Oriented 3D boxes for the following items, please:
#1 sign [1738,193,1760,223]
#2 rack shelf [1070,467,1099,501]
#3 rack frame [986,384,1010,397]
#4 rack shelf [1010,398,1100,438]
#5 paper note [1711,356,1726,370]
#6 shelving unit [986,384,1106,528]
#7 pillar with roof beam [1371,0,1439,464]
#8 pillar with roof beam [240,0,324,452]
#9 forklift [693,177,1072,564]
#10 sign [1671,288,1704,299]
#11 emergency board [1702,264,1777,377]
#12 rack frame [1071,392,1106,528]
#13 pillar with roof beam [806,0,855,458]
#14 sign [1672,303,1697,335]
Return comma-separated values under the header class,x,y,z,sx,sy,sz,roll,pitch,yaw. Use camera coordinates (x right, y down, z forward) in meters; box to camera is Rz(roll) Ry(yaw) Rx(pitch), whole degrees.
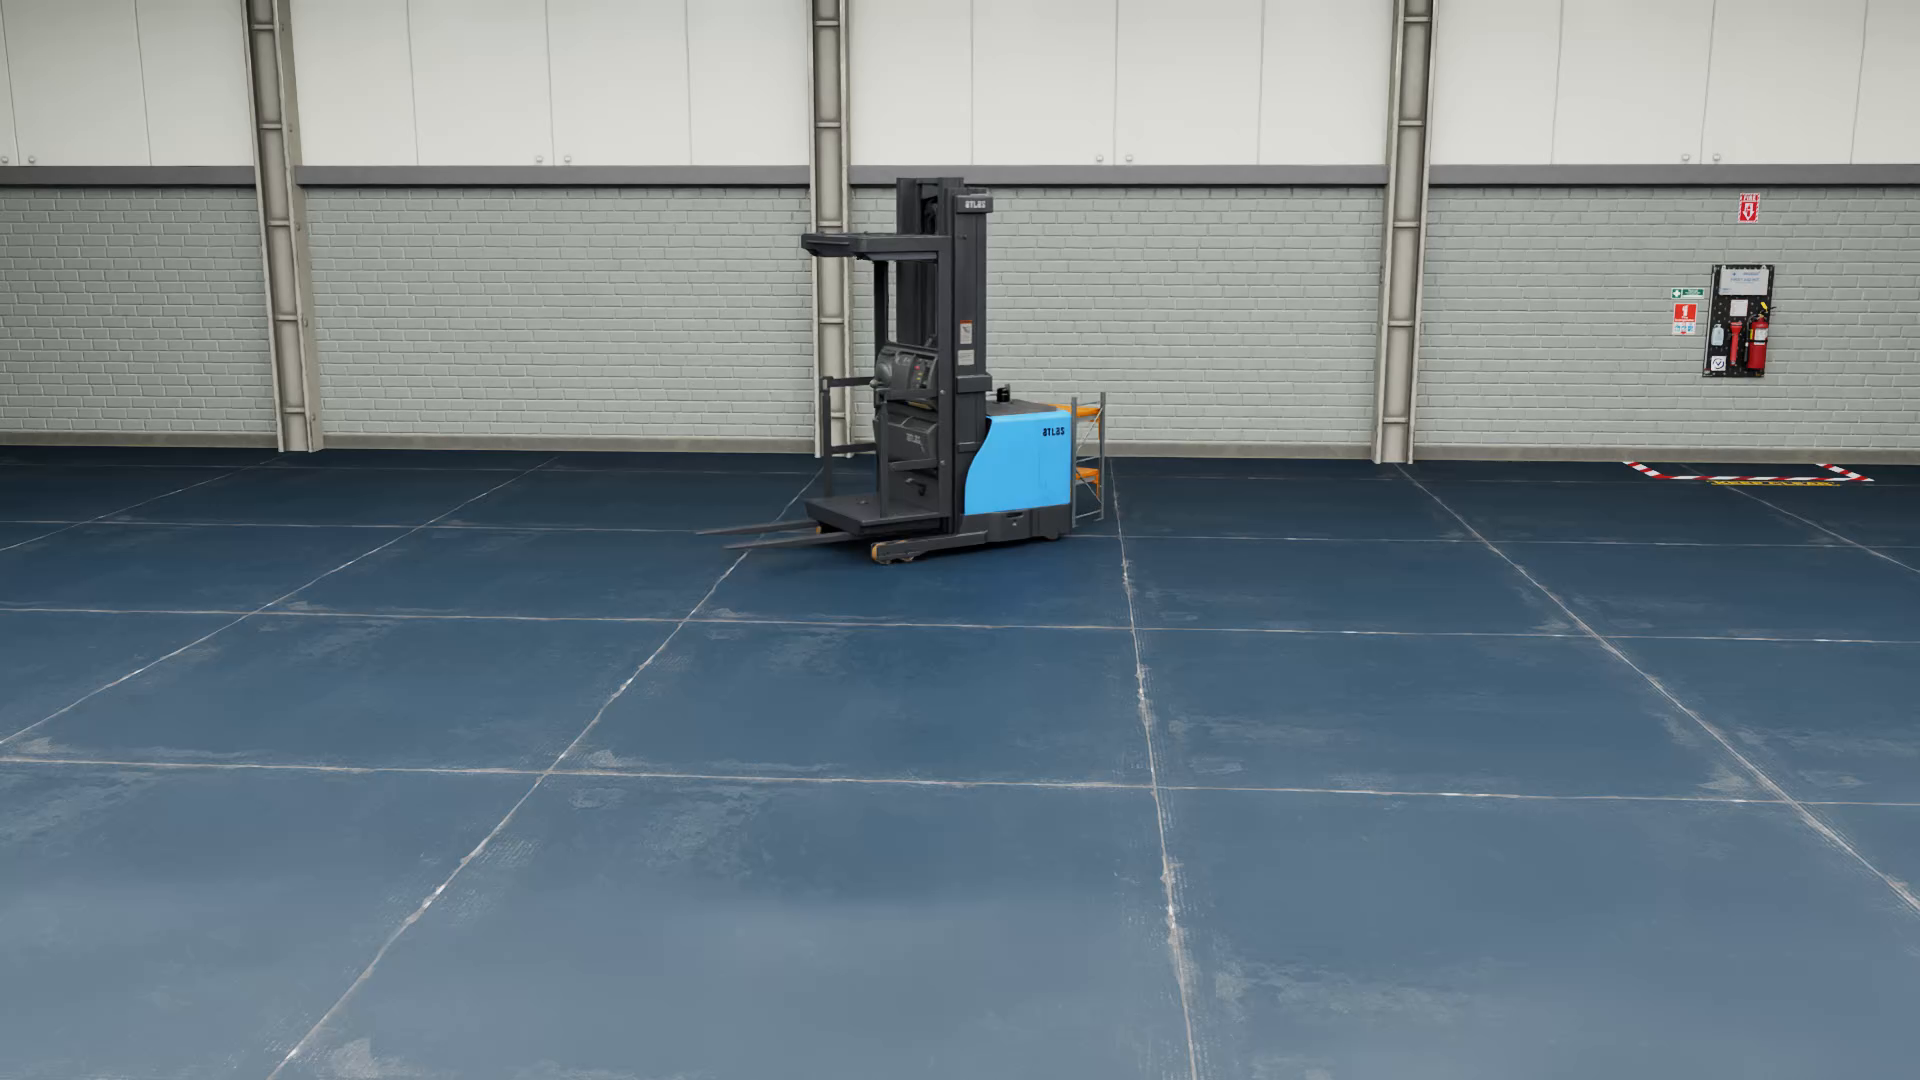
class,x,y,z,sx,sy,sz,roll,pitch,yaw
sign,8.140,-3.426,17.158,0.199,0.298,0.001,1,12,4
rack shelf,0.697,-0.520,14.699,1.000,0.278,0.538,9,15,36
rack frame,0.291,-0.822,14.948,0.032,1.125,0.500,9,15,36
rack shelf,0.697,-1.046,14.589,1.000,0.278,0.538,9,15,36
paper note,7.969,-1.856,17.466,0.142,0.148,0.016,1,12,4
shelving unit,0.697,-0.759,14.649,1.048,1.125,0.538,9,15,36
pillar with roof beam,4.330,-4.368,12.672,0.400,9.000,9.100,1,12,4
pillar with roof beam,-7.643,-4.532,13.457,0.400,9.000,9.100,1,12,4
forklift,-0.606,-1.371,13.162,3.031,2.935,1.130,-7,14,-30
sign,7.600,-2.574,17.367,0.331,0.109,0.001,1,12,4
emergency board,8.141,-2.271,17.297,0.643,1.169,0.194,1,12,4
rack frame,1.103,-0.697,14.349,0.032,1.125,0.500,9,15,36
pillar with roof beam,-1.656,-4.450,13.065,0.400,9.000,9.100,1,12,4
sign,7.596,-2.317,17.431,0.234,0.329,0.001,1,12,4
